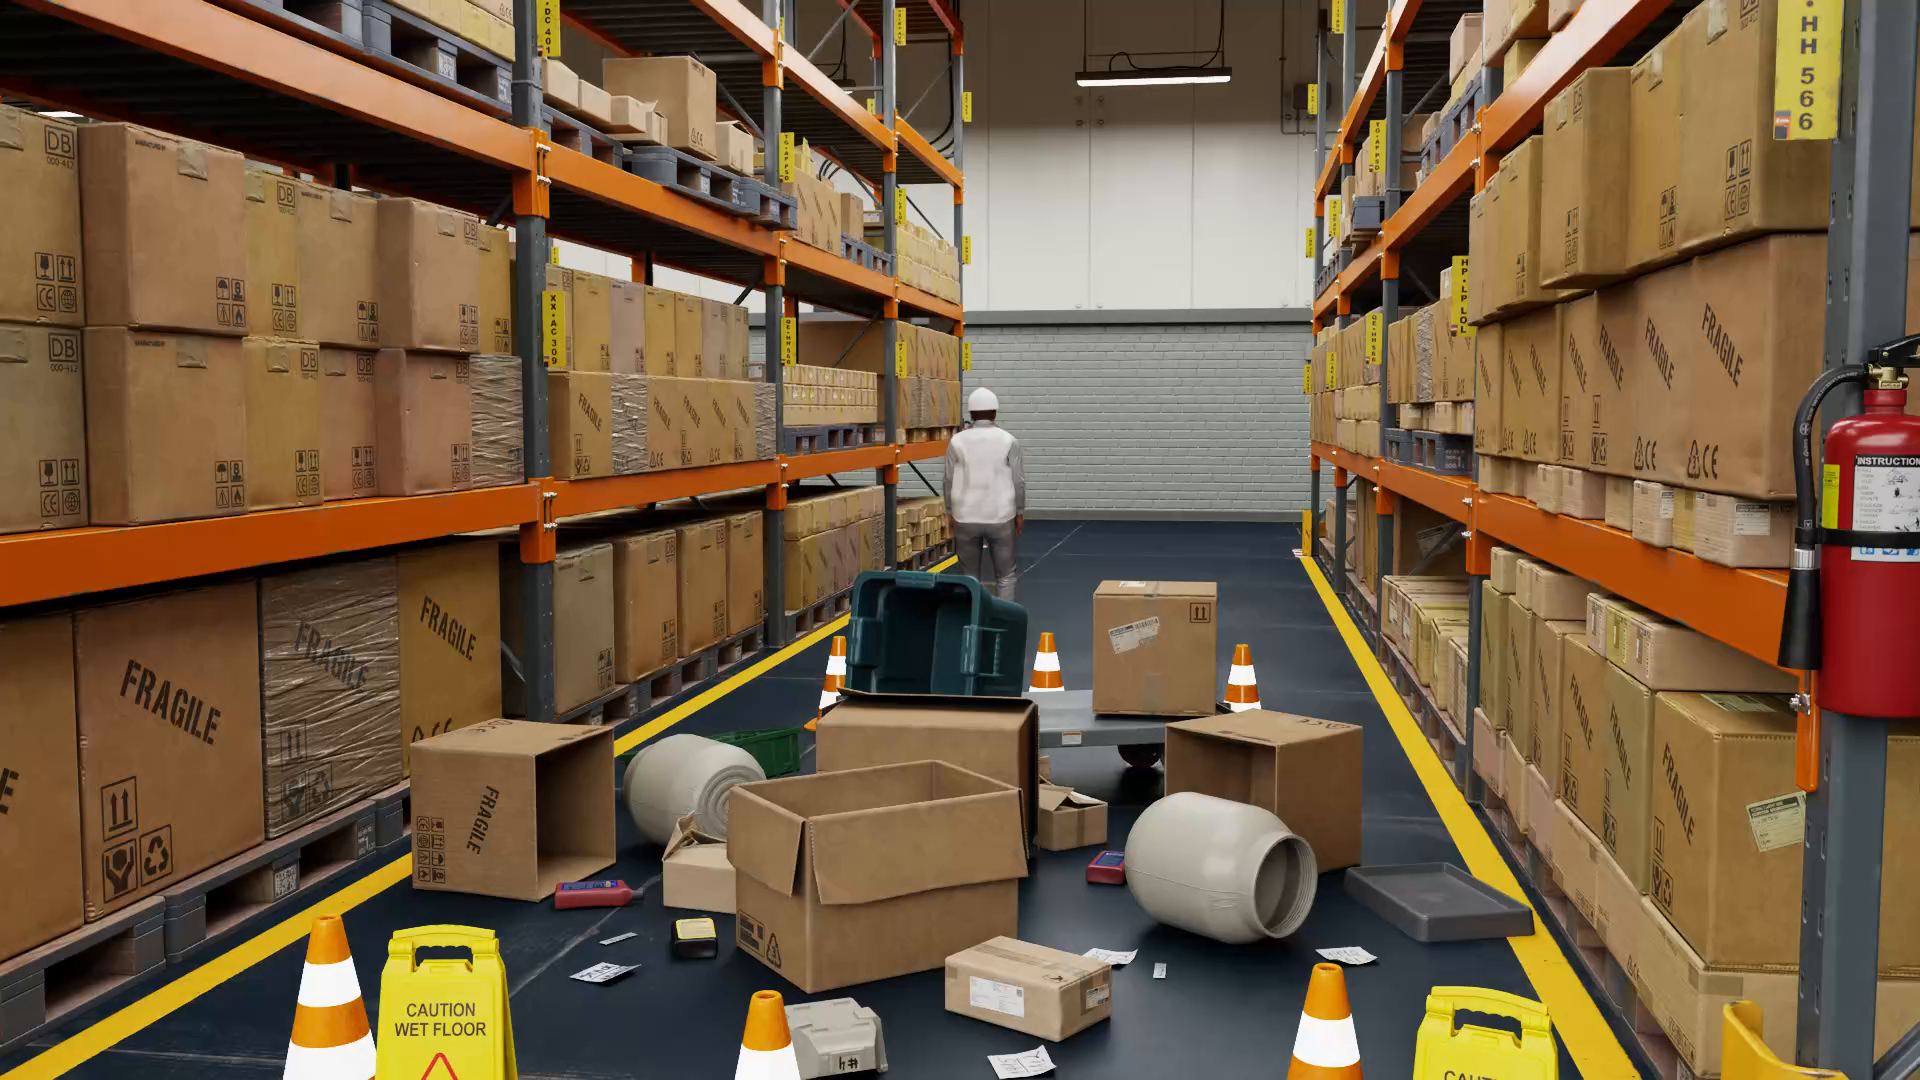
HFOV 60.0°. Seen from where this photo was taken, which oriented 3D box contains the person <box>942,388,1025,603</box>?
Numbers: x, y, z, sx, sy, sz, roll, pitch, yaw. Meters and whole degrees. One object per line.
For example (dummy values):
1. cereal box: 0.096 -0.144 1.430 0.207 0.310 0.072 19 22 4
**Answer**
1. person: 0.167 -0.151 11.394 0.568 1.773 0.473 1 4 7
